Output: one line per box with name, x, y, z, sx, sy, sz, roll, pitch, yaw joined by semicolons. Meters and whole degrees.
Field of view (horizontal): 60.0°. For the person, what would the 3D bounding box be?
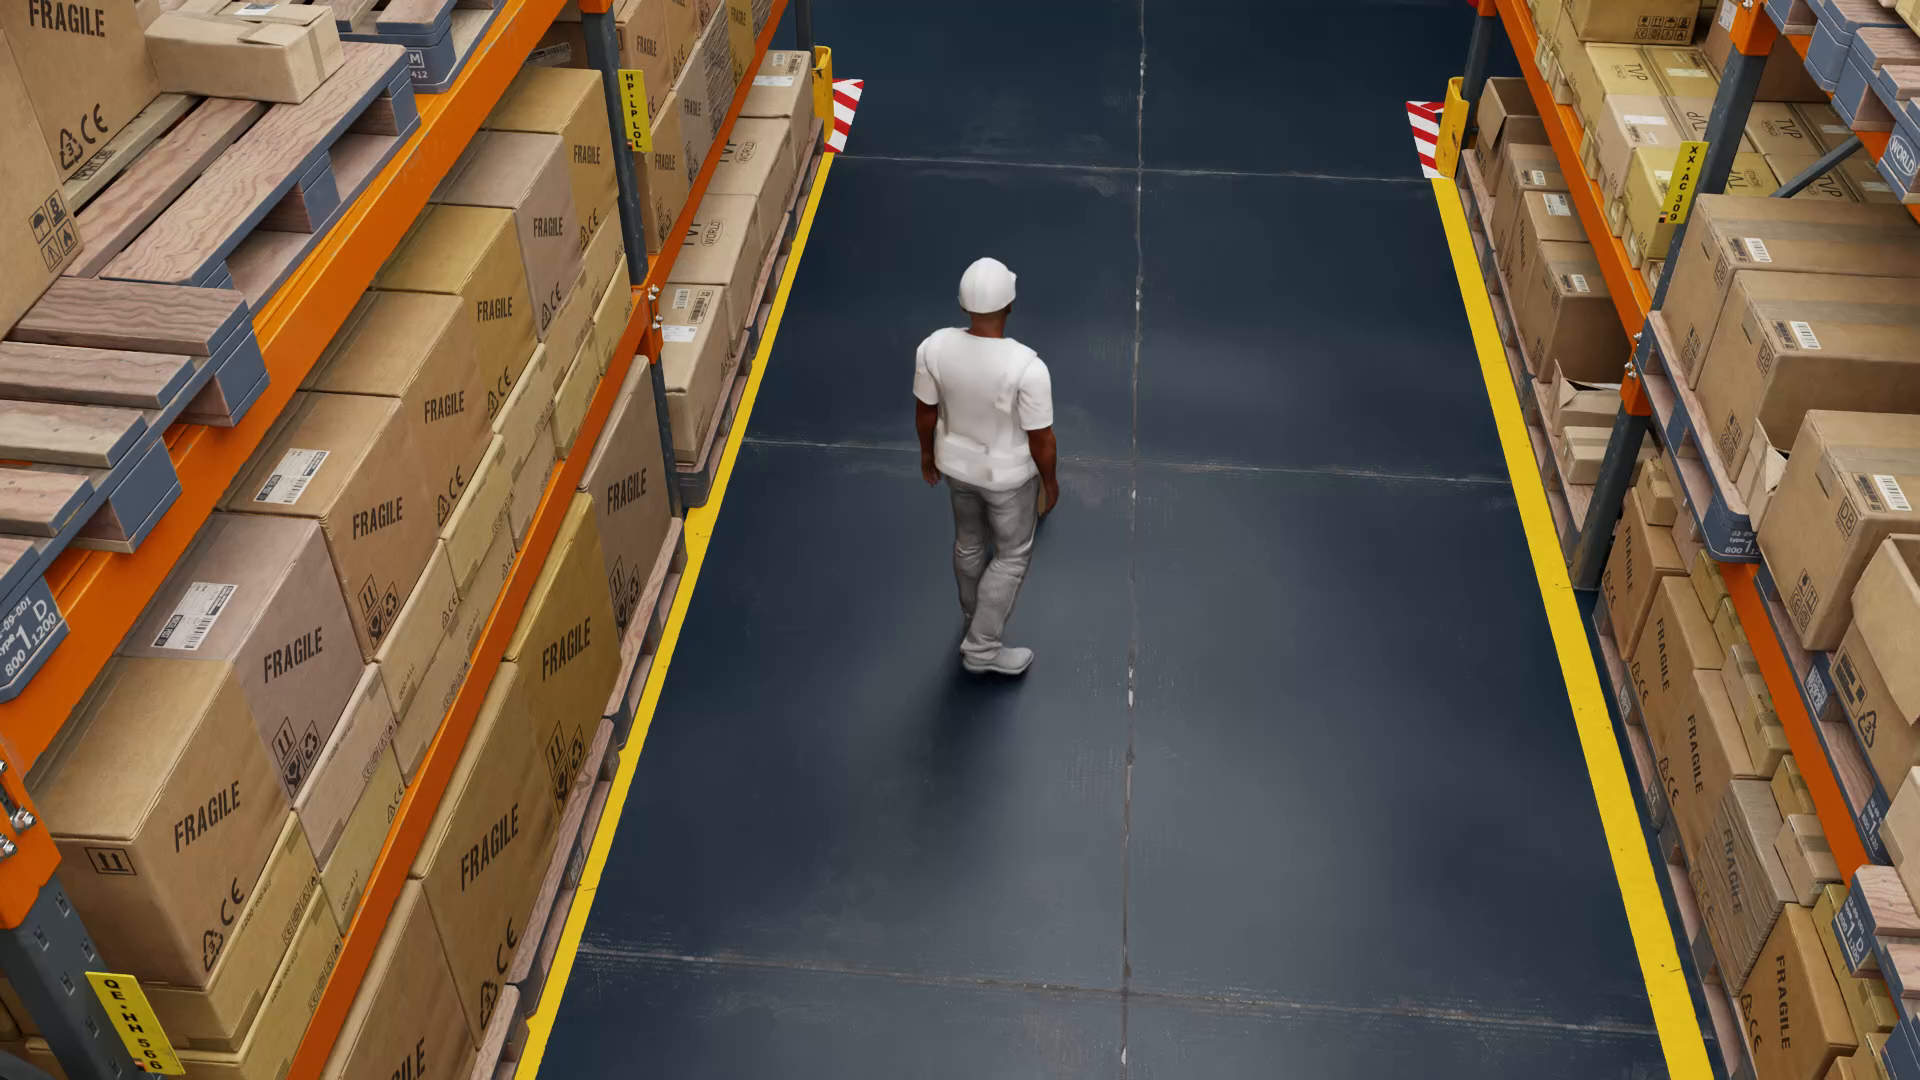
person;0.101;-0.281;6.470;0.574;1.771;0.599;21;44;23
